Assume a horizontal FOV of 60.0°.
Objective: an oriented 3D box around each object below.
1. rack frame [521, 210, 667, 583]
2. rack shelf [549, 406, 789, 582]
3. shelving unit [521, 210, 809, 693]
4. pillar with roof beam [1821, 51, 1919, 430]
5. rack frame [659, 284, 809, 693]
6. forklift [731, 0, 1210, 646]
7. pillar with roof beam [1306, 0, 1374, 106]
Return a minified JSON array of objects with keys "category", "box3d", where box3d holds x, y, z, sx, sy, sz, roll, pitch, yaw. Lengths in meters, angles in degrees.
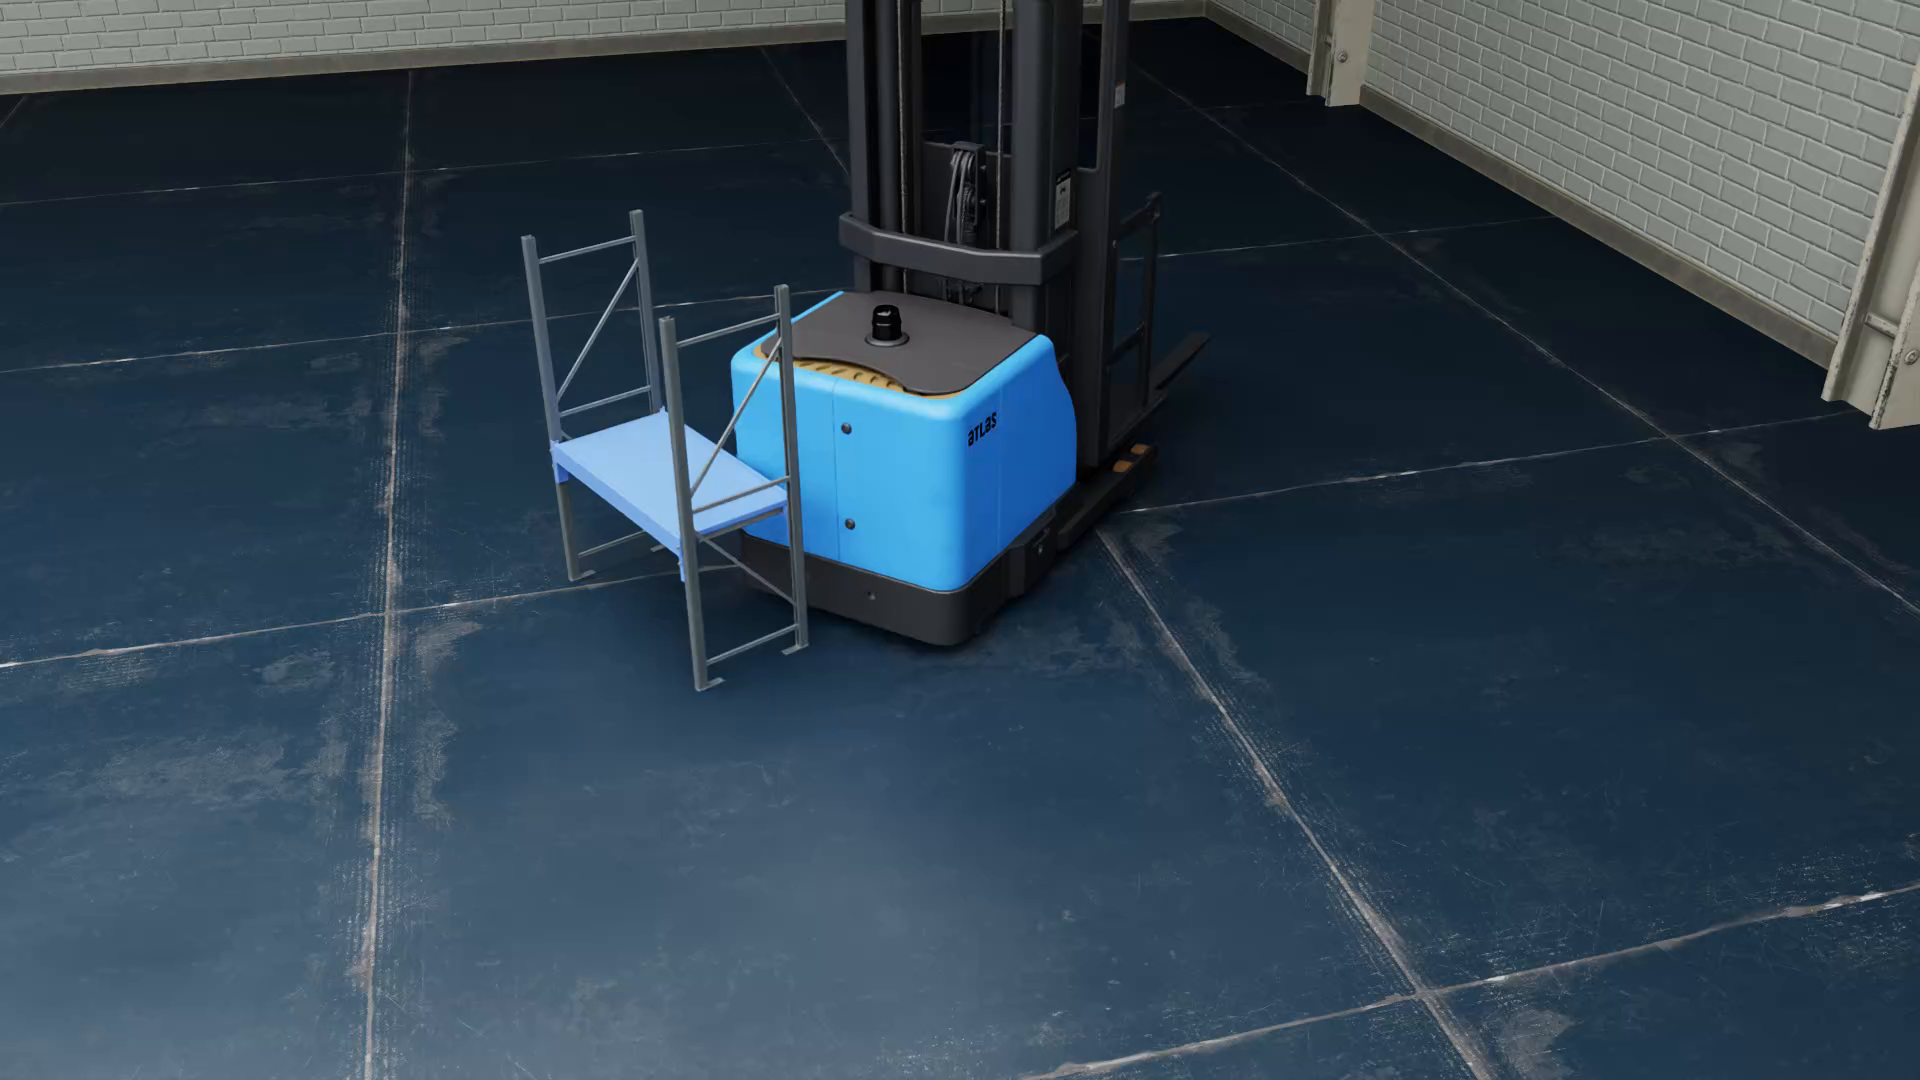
[{"category":"rack frame","box3d":[-1.435,-0.555,6.711,0.500,1.500,0.032,-22,37,-33]},{"category":"rack shelf","box3d":[-1.116,-0.201,6.458,0.538,0.185,1.000,-22,37,-33]},{"category":"shelving unit","box3d":[-1.116,-0.357,6.368,0.538,1.500,1.048,-22,37,-33]},{"category":"pillar with roof beam","box3d":[0.454,-3.980,5.144,9.100,9.000,0.400,-8,31,-13]},{"category":"rack frame","box3d":[-0.797,-0.158,6.026,0.500,1.500,0.032,-22,37,-33]},{"category":"forklift","box3d":[0.267,-1.569,7.034,1.130,2.935,3.031,16,34,25]},{"category":"pillar with roof beam","box3d":[-1.138,-6.878,10.150,9.100,9.000,0.400,-8,31,-13]}]
